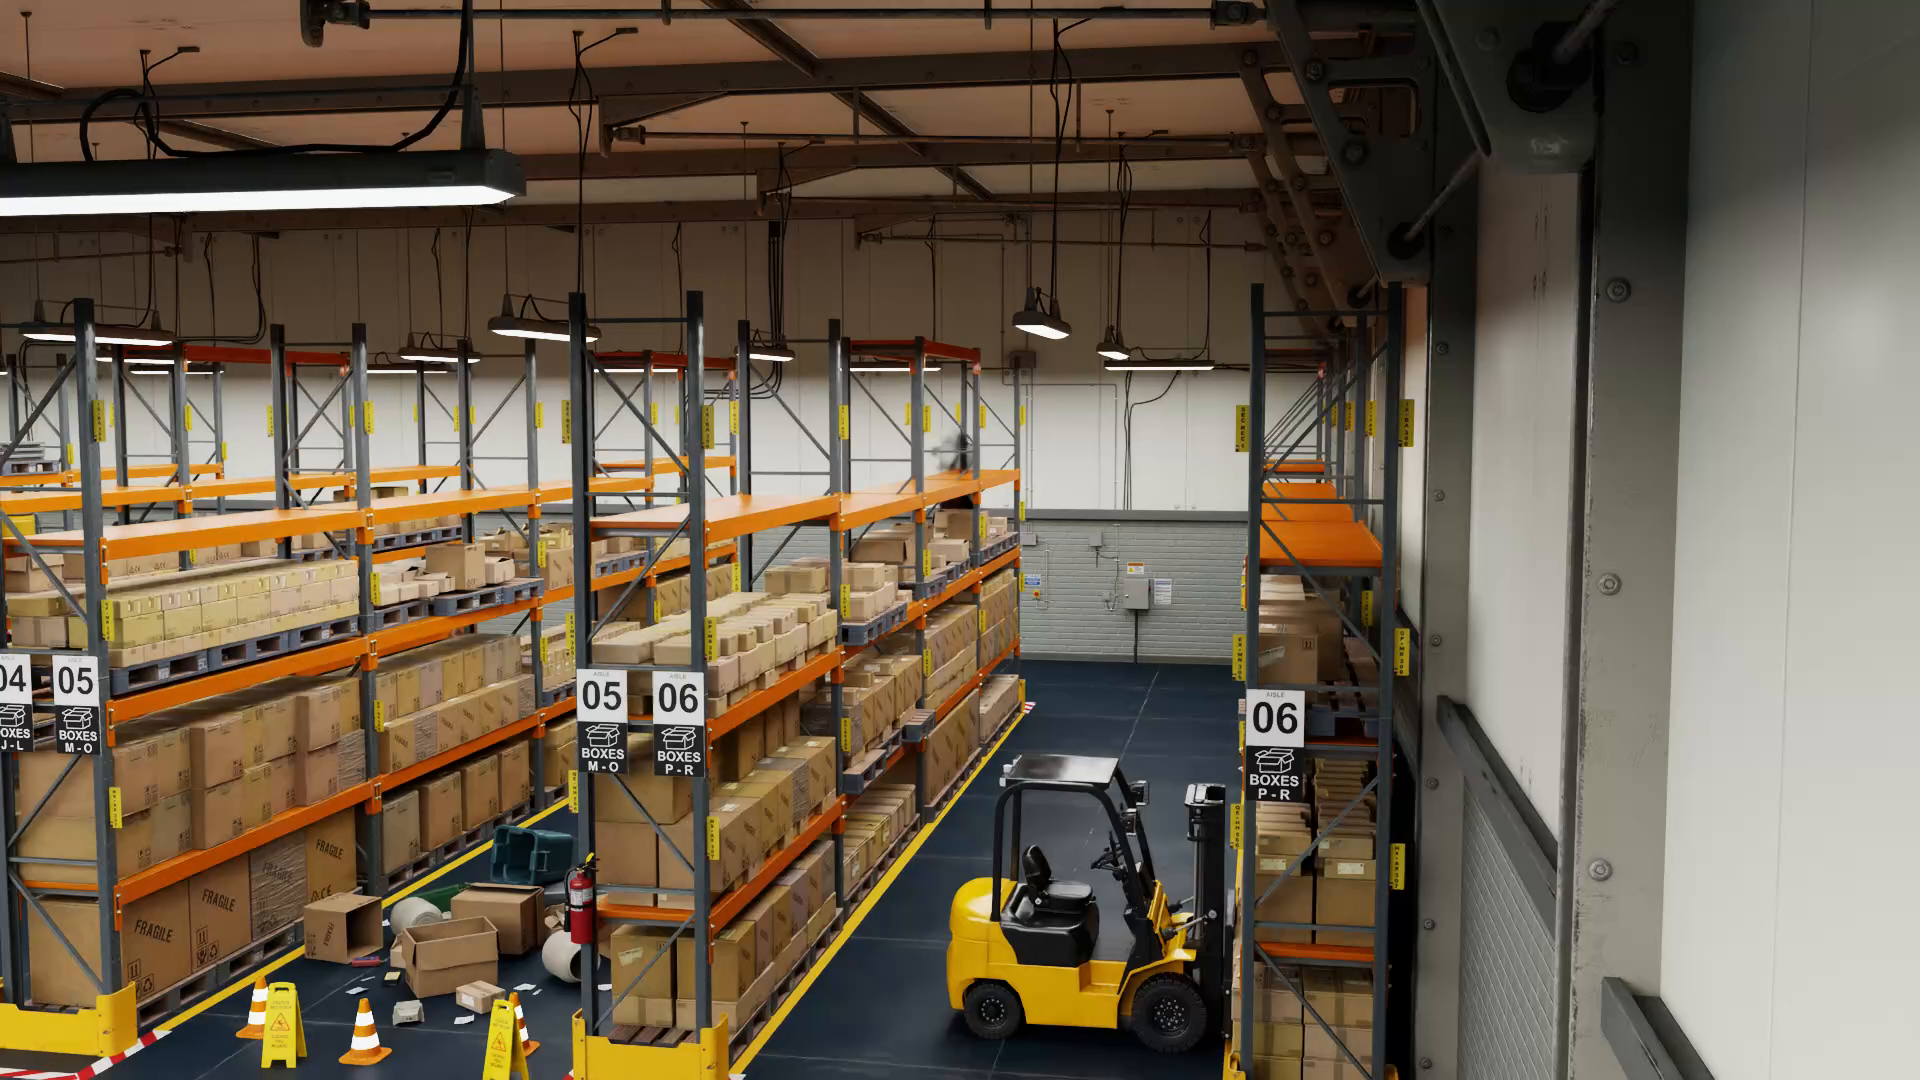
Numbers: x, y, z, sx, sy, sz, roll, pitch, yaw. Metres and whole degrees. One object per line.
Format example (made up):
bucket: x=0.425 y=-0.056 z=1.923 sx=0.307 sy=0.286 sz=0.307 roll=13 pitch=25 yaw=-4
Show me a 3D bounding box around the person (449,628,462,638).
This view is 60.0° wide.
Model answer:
person: x=-8.102 y=2.134 z=26.774 sx=0.487 sy=1.488 sz=0.698 roll=1 pitch=5 yaw=9
